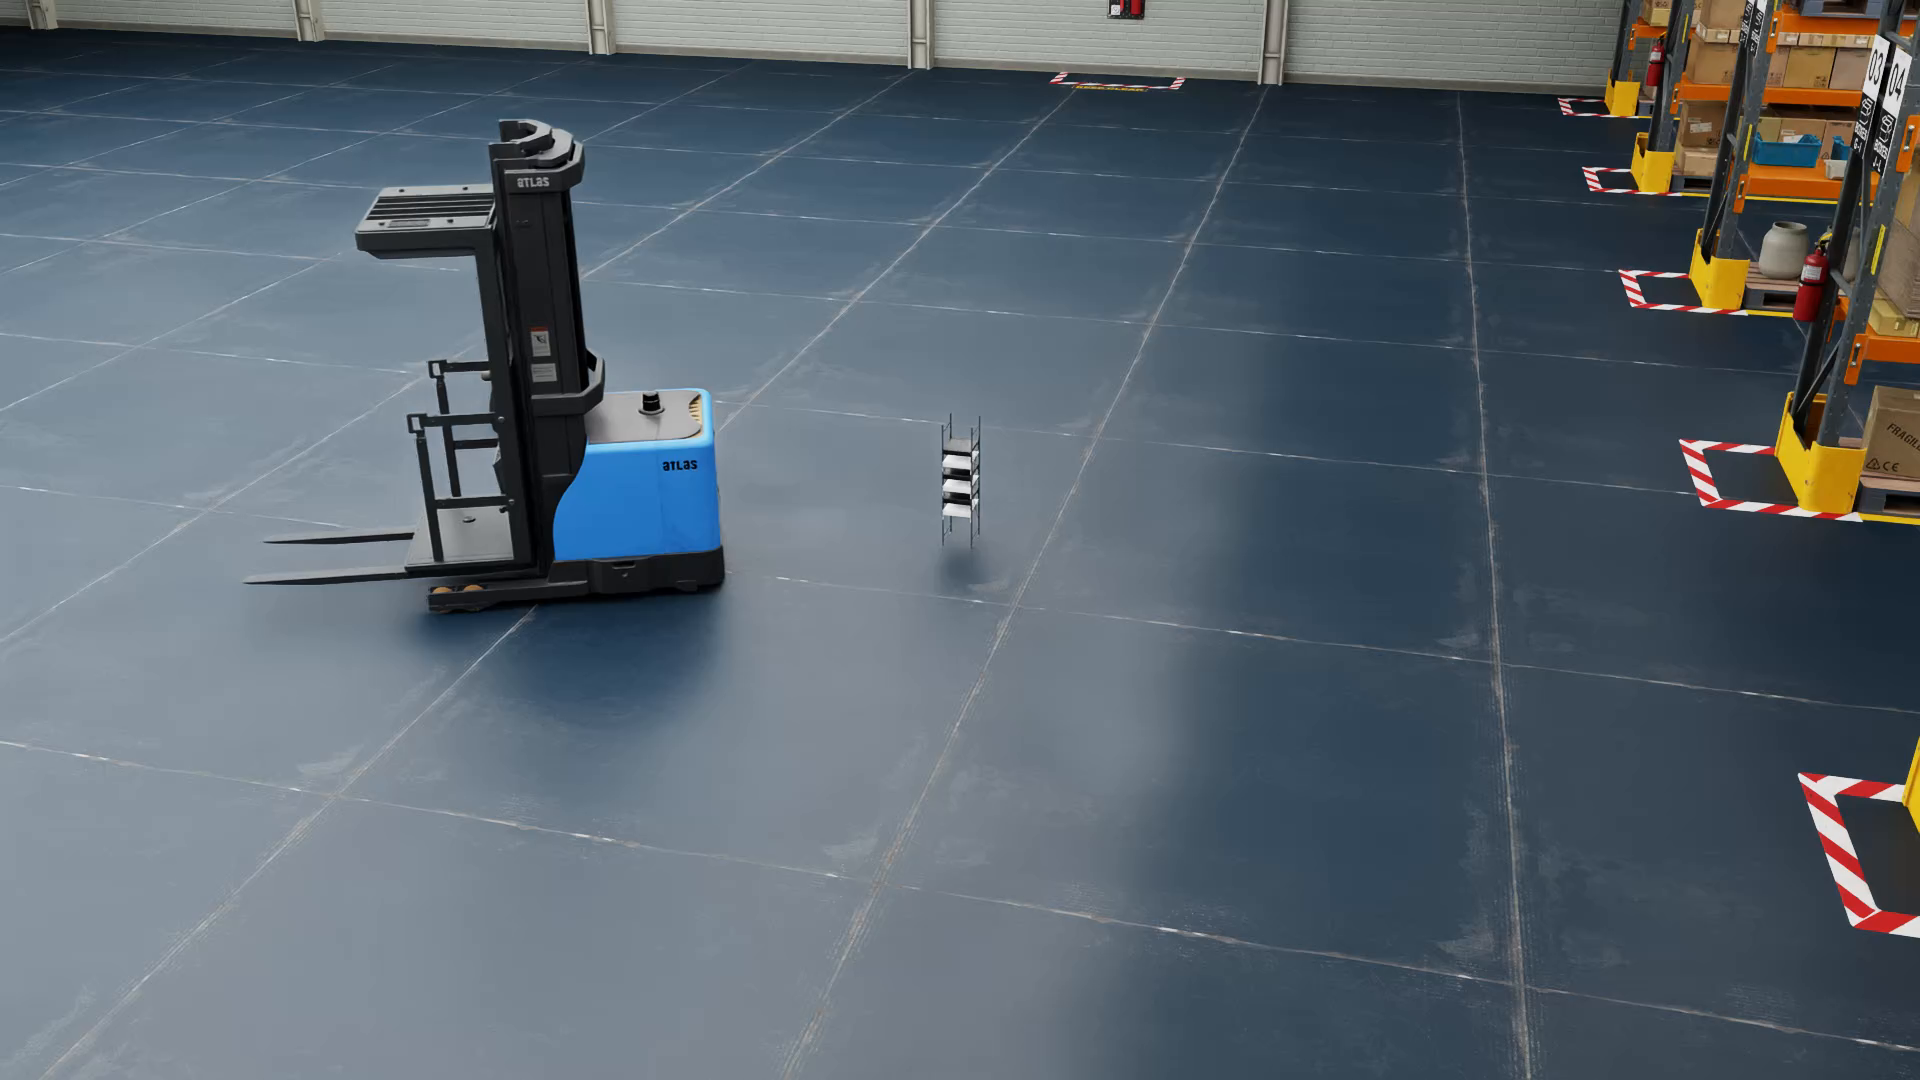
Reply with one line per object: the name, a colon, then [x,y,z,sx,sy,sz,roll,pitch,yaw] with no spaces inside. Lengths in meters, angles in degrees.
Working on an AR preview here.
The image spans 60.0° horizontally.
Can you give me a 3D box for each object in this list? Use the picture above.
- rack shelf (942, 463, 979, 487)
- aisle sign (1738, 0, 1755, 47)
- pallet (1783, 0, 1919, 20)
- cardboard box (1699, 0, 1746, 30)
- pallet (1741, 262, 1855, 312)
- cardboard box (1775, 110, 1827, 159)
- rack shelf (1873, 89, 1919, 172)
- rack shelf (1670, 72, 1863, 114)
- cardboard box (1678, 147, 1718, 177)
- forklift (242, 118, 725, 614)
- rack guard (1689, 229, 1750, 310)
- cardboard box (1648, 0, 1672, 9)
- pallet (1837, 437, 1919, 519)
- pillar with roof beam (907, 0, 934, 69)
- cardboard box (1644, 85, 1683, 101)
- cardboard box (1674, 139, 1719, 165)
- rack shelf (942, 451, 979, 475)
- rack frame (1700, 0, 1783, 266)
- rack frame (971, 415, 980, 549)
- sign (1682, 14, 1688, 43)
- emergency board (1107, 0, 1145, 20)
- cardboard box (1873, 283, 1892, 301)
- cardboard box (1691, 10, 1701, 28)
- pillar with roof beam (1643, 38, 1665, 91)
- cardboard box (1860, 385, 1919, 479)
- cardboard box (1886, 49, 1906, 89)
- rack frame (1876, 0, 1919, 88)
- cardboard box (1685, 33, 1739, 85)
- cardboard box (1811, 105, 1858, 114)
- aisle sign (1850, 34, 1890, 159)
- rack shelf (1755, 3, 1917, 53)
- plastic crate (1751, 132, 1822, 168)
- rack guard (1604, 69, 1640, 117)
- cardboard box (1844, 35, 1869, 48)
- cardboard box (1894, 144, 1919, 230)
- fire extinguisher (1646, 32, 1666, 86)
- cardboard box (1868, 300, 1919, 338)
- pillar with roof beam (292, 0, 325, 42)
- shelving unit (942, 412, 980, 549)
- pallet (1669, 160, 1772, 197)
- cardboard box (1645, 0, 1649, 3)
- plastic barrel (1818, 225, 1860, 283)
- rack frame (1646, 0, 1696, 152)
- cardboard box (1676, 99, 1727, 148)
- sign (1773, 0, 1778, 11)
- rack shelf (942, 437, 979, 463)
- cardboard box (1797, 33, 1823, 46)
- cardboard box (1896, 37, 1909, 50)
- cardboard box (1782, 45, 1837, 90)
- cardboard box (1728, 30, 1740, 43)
rack shelf: [0.008,-0.457,11.412,0.200,0.077,0.258,6,26,13]
aisle sign: [7.591,-5.169,15.975,0.004,0.787,0.394,6,26,13]
pallet: [8.364,-5.004,15.383,1.213,0.211,1.003,6,26,13]
cardboard box: [9.324,-6.496,20.161,0.500,0.500,0.700,6,26,13]
pallet: [8.458,-2.527,16.694,1.213,0.211,1.003,6,26,13]
cardboard box: [10.260,-4.962,20.401,0.500,0.500,0.500,6,26,13]
rack shelf: [8.290,-2.617,10.987,4.000,0.370,1.077,6,26,13]
rack shelf: [10.761,-5.387,20.294,4.000,0.370,1.077,6,26,13]
cardboard box: [9.288,-4.724,20.775,0.500,0.250,0.500,6,26,13]
forklift: [-3.111,-1.096,10.524,3.031,2.935,1.130,-4,26,-8]
rack guard: [7.672,-2.747,16.820,0.348,0.500,1.175,6,26,13]
cardboard box: [10.442,-8.092,24.418,0.500,0.500,0.500,6,26,13]
pallet: [7.205,-0.433,12.296,1.213,0.211,1.003,6,26,13]
pillar with roof beam: [-1.746,-10.475,23.165,0.400,9.000,9.100,6,26,13]
cardboard box: [10.702,-6.862,25.171,0.500,0.311,0.500,3,26,7]
cardboard box: [9.417,-4.939,21.228,0.500,0.250,0.500,6,26,13]
rack shelf: [0.008,-0.538,11.373,0.200,0.077,0.258,6,26,13]
rack frame: [7.587,-3.864,16.258,0.127,3.000,1.000,6,26,13]
rack frame: [0.106,-0.395,11.414,0.006,0.900,0.240,6,26,13]
sign: [8.680,-6.122,19.902,0.005,0.325,0.100,6,26,13]
emergency board: [2.753,-9.196,27.459,0.643,1.169,0.194,6,26,13]
cardboard box: [6.681,-1.744,12.098,0.250,0.149,0.380,6,26,13]
cardboard box: [10.954,-7.696,24.458,0.500,0.250,0.500,5,26,11]
pillar with roof beam: [9.875,-9.190,20.466,0.400,9.000,9.100,6,26,13]
cardboard box: [6.954,-0.789,12.219,0.500,0.500,0.500,11,28,23]
cardboard box: [11.269,-5.697,19.991,0.500,0.500,0.700,7,26,14]
rack frame: [6.353,-4.511,10.638,0.127,3.000,1.000,6,26,13]
cardboard box: [9.273,-5.916,20.451,0.500,0.500,0.700,6,26,13]
cardboard box: [10.874,-5.124,20.743,0.500,0.500,0.500,6,26,13]
aisle sign: [6.368,-3.107,11.645,0.004,0.787,0.394,6,26,13]
rack shelf: [9.524,-4.679,15.318,4.000,0.370,1.077,6,26,13]
plastic crate: [8.146,-3.868,16.439,0.616,0.251,0.499,6,26,13]
rack guard: [10.128,-6.852,25.442,0.348,0.500,1.175,6,26,13]
cardboard box: [10.639,-5.967,19.805,0.250,0.149,0.380,7,26,13]
cardboard box: [6.948,-2.477,11.719,0.500,0.500,0.500,6,26,13]
fire extinguisher: [8.825,-6.097,21.038,0.183,0.674,0.296,6,26,13]
cardboard box: [6.570,-1.559,11.709,0.250,0.149,0.380,6,26,13]
pillar with roof beam: [-13.368,-11.760,25.863,0.400,9.000,9.100,6,26,13]
shelving unit: [0.008,-0.405,11.436,0.210,0.900,0.258,6,26,13]
pallet: [9.575,-4.602,21.053,1.213,0.211,1.003,6,26,13]
cardboard box: [10.564,-8.306,24.868,0.500,0.500,0.500,6,26,12]
plastic barrel: [8.729,-2.838,16.509,0.421,0.512,0.421,0,25,0]
rack frame: [8.824,-5.926,20.589,0.127,3.000,1.000,6,26,13]
cardboard box: [9.418,-5.279,21.068,0.500,0.500,0.500,6,26,13]
sign: [7.446,-4.994,15.132,0.005,0.325,0.100,6,26,13]
rack shelf: [0.008,-0.619,11.335,0.200,0.077,0.258,6,26,13]
cardboard box: [10.151,-6.022,19.921,0.250,0.149,0.380,5,26,11]
cardboard box: [11.152,-5.912,19.689,0.250,0.149,0.380,7,26,14]
cardboard box: [10.262,-5.806,20.221,0.500,0.500,0.700,6,26,13]
cardboard box: [9.407,-6.105,20.094,0.250,0.149,0.380,6,26,12]
